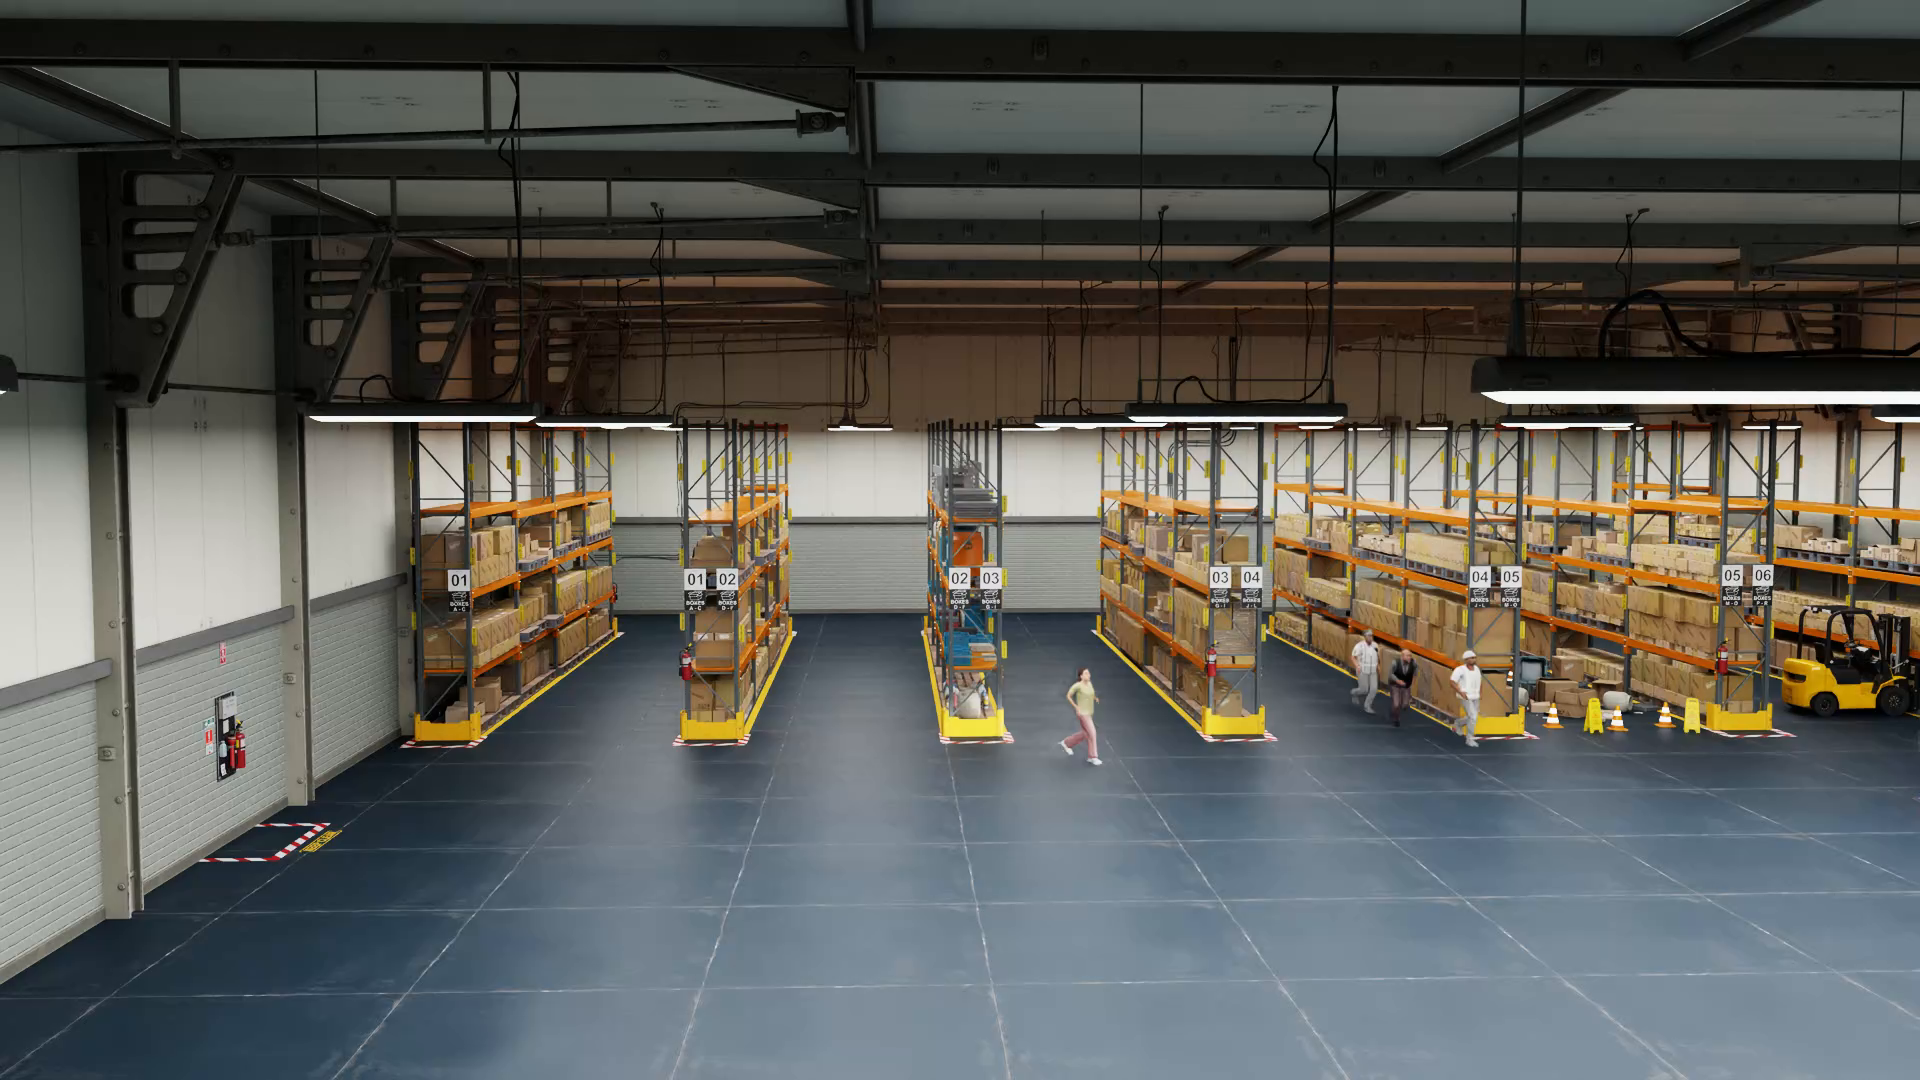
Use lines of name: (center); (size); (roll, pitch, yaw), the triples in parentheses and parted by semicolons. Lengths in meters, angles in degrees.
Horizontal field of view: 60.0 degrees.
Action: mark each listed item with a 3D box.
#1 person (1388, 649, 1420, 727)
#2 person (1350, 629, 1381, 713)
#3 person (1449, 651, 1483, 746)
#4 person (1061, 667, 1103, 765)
person: (8.650, 2.878, 32.441); (0.674, 1.568, 0.840); (0, 4, -5)
person: (8.350, 2.672, 34.251); (0.650, 1.733, 0.652); (-1, 4, -14)
person: (9.344, 2.898, 30.697); (0.719, 1.734, 0.709); (-2, 4, -29)
person: (2.141, 3.040, 28.988); (0.851, 1.673, 0.569); (3, 5, 38)
